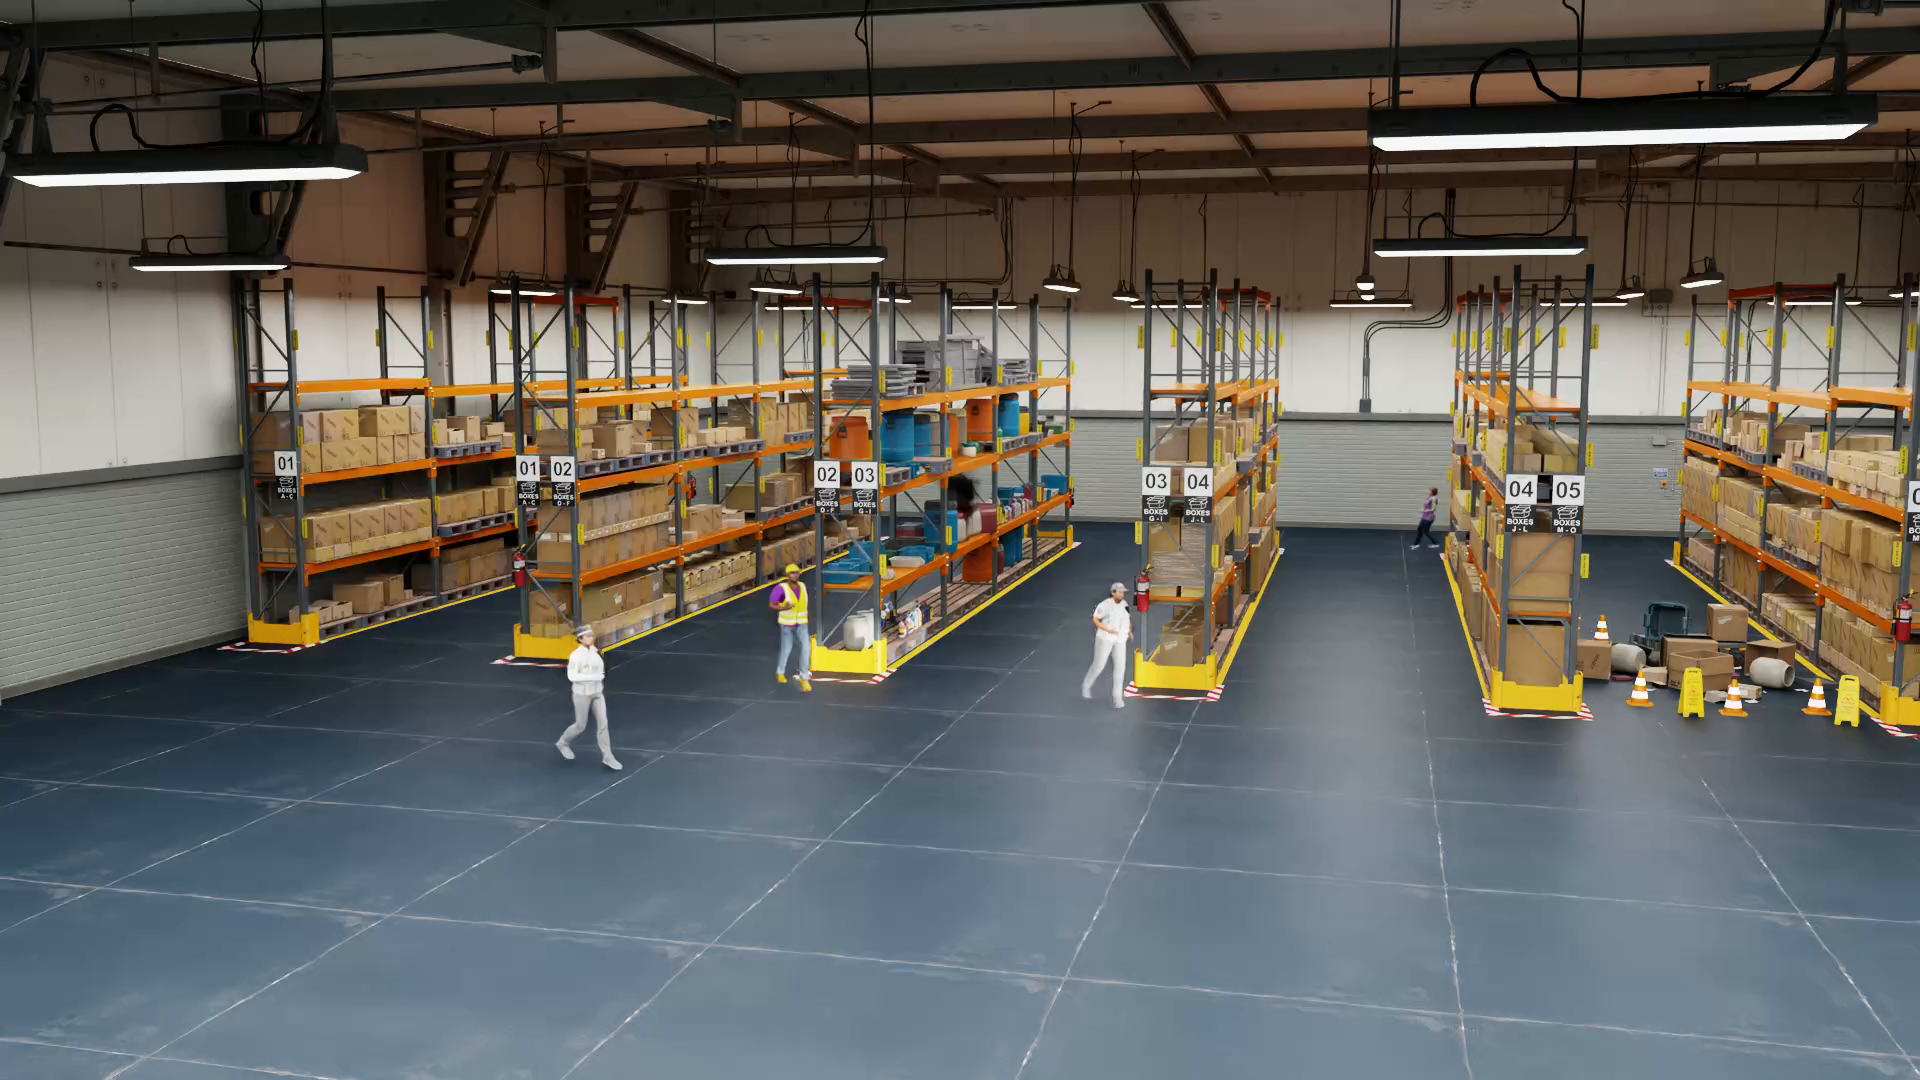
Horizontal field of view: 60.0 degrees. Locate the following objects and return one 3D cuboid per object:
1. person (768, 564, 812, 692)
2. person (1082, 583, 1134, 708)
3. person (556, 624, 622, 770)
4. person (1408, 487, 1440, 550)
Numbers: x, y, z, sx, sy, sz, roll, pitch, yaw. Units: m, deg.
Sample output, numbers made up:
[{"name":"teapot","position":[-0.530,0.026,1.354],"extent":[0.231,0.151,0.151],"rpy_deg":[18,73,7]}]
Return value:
[{"name":"person","position":[-2.423,1.248,23.959],"extent":[0.687,1.818,0.768],"rpy_deg":[-4,8,-27]},{"name":"person","position":[2.124,1.417,22.991],"extent":[0.661,1.664,0.871],"rpy_deg":[-3,7,-23]},{"name":"person","position":[-4.361,1.817,19.467],"extent":[0.920,1.693,0.612],"rpy_deg":[4,8,31]},{"name":"person","position":[11.090,-0.505,39.577],"extent":[0.704,1.560,0.659],"rpy_deg":[1,7,8]}]
